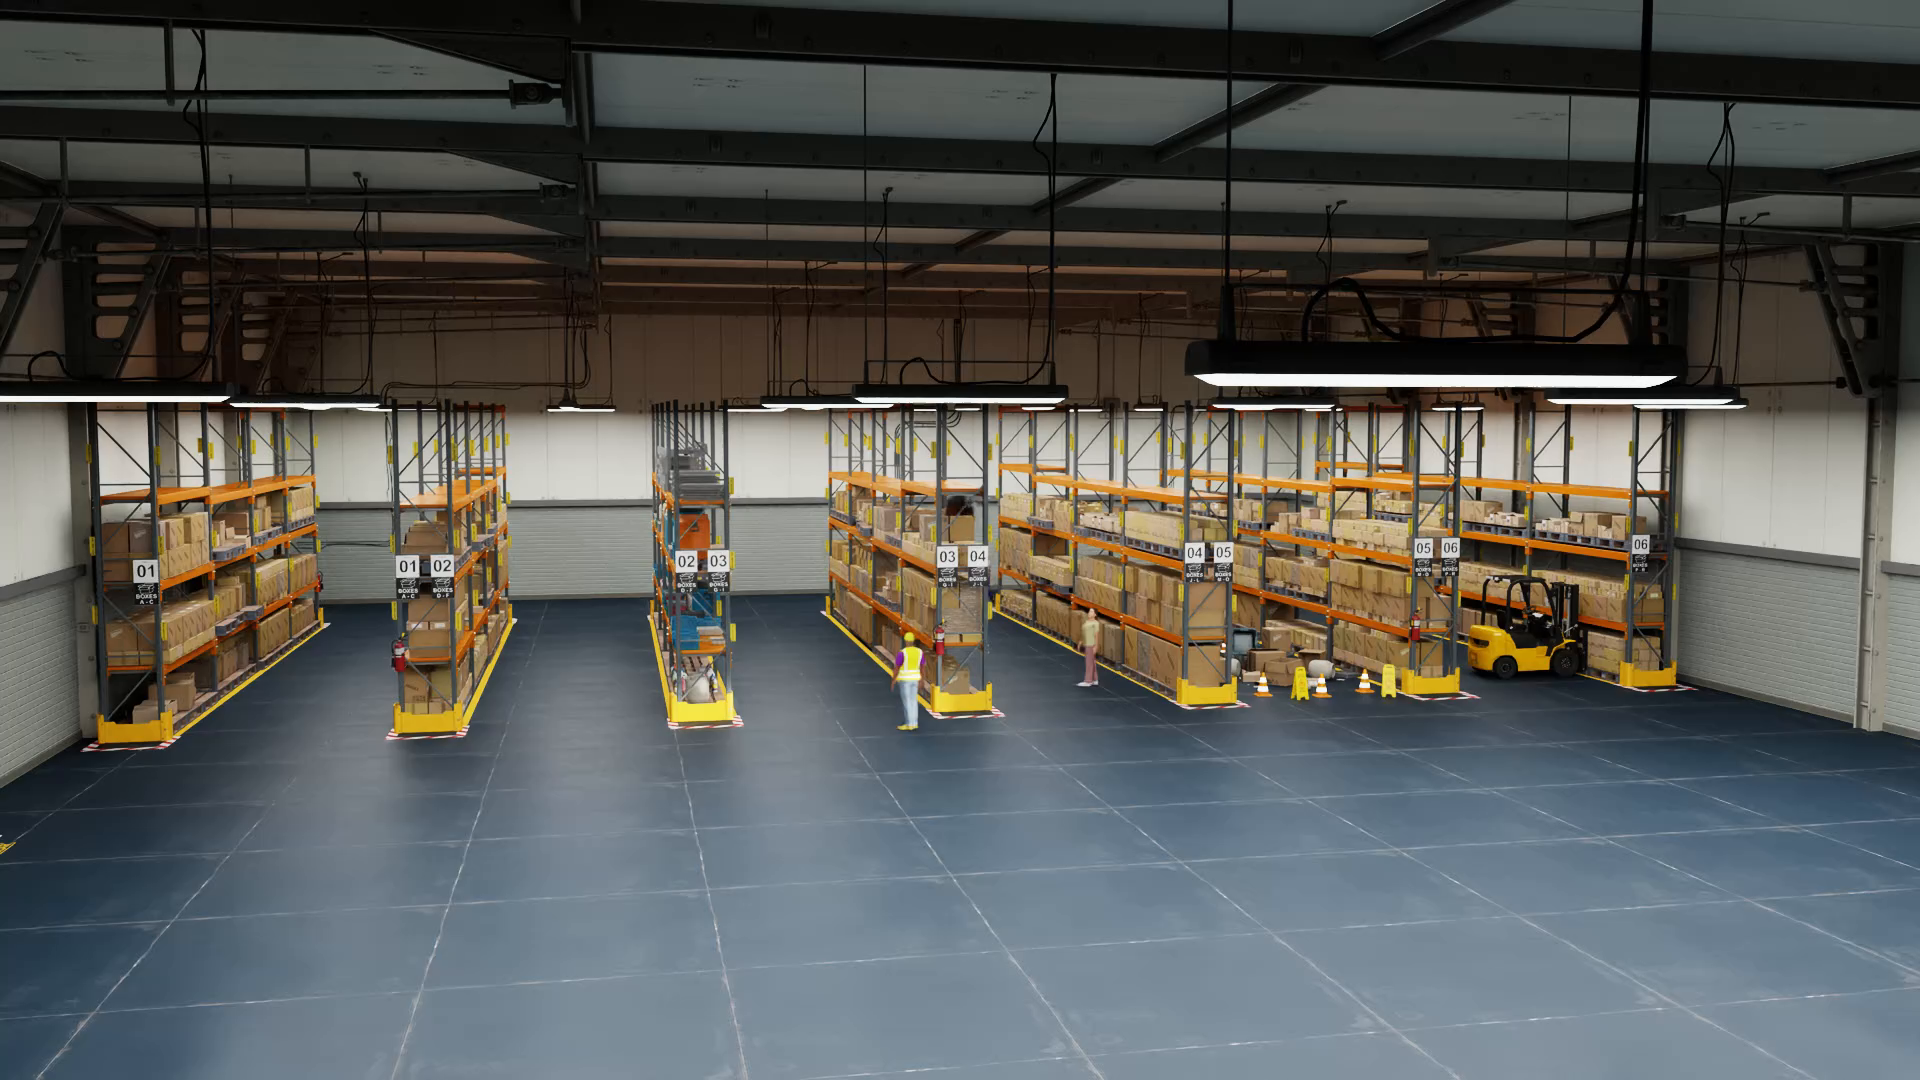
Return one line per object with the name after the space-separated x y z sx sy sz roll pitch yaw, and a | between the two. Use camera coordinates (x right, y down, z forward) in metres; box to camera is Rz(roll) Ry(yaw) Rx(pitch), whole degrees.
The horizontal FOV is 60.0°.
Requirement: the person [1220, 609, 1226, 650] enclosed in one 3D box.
6.349 1.818 40.370 0.389 1.738 0.561 1 4 7 | person

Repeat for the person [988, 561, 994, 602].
0.673 1.161 49.646 0.632 1.615 0.529 -4 6 -45 | person

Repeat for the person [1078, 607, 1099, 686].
2.696 2.249 35.147 0.493 1.651 0.469 -1 4 -14 | person

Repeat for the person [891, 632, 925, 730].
-0.937 2.570 30.200 0.682 1.794 0.381 -3 5 -34 | person
